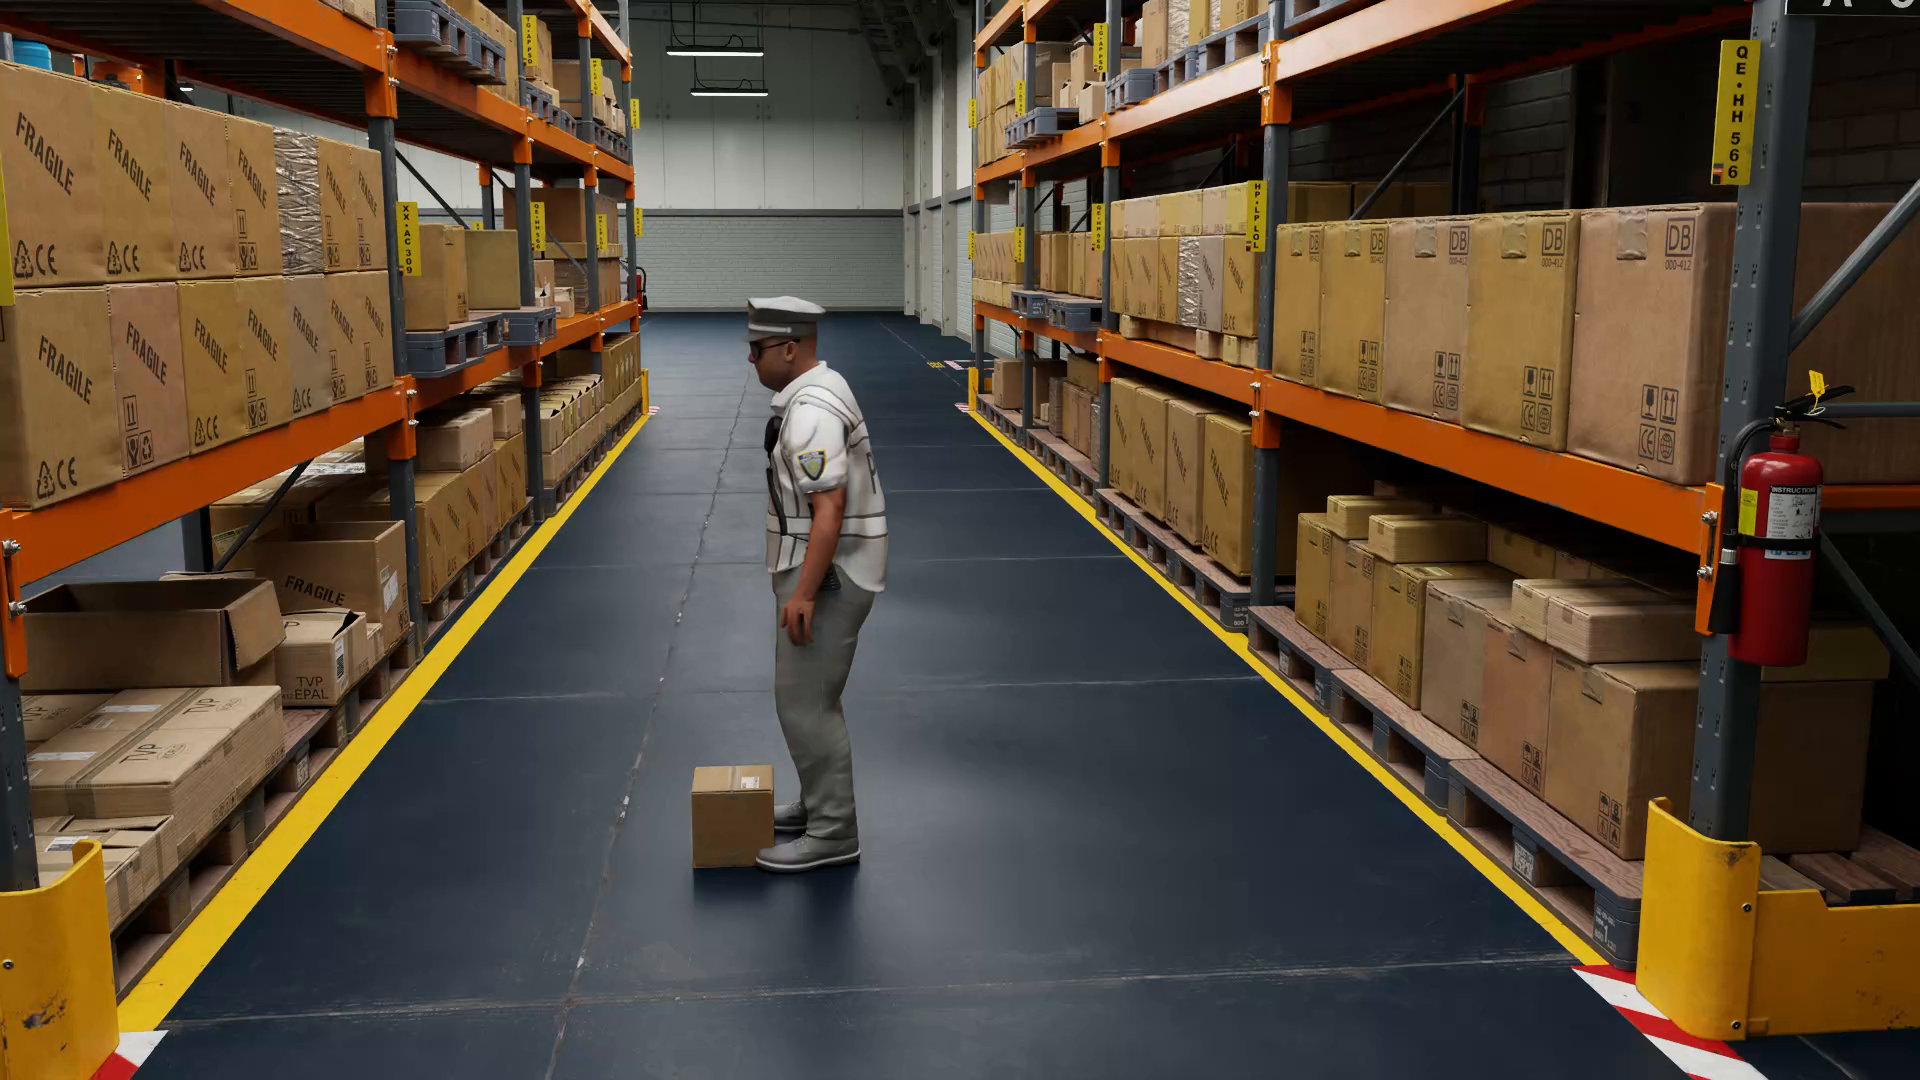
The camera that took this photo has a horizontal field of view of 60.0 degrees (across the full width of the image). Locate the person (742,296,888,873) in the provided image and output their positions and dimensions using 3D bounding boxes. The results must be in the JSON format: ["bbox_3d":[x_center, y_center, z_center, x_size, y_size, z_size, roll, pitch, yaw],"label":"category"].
[{"bbox_3d":[-0.443,0.125,5.160,0.432,1.748,0.585,-1,10,-6],"label":"person"}]
